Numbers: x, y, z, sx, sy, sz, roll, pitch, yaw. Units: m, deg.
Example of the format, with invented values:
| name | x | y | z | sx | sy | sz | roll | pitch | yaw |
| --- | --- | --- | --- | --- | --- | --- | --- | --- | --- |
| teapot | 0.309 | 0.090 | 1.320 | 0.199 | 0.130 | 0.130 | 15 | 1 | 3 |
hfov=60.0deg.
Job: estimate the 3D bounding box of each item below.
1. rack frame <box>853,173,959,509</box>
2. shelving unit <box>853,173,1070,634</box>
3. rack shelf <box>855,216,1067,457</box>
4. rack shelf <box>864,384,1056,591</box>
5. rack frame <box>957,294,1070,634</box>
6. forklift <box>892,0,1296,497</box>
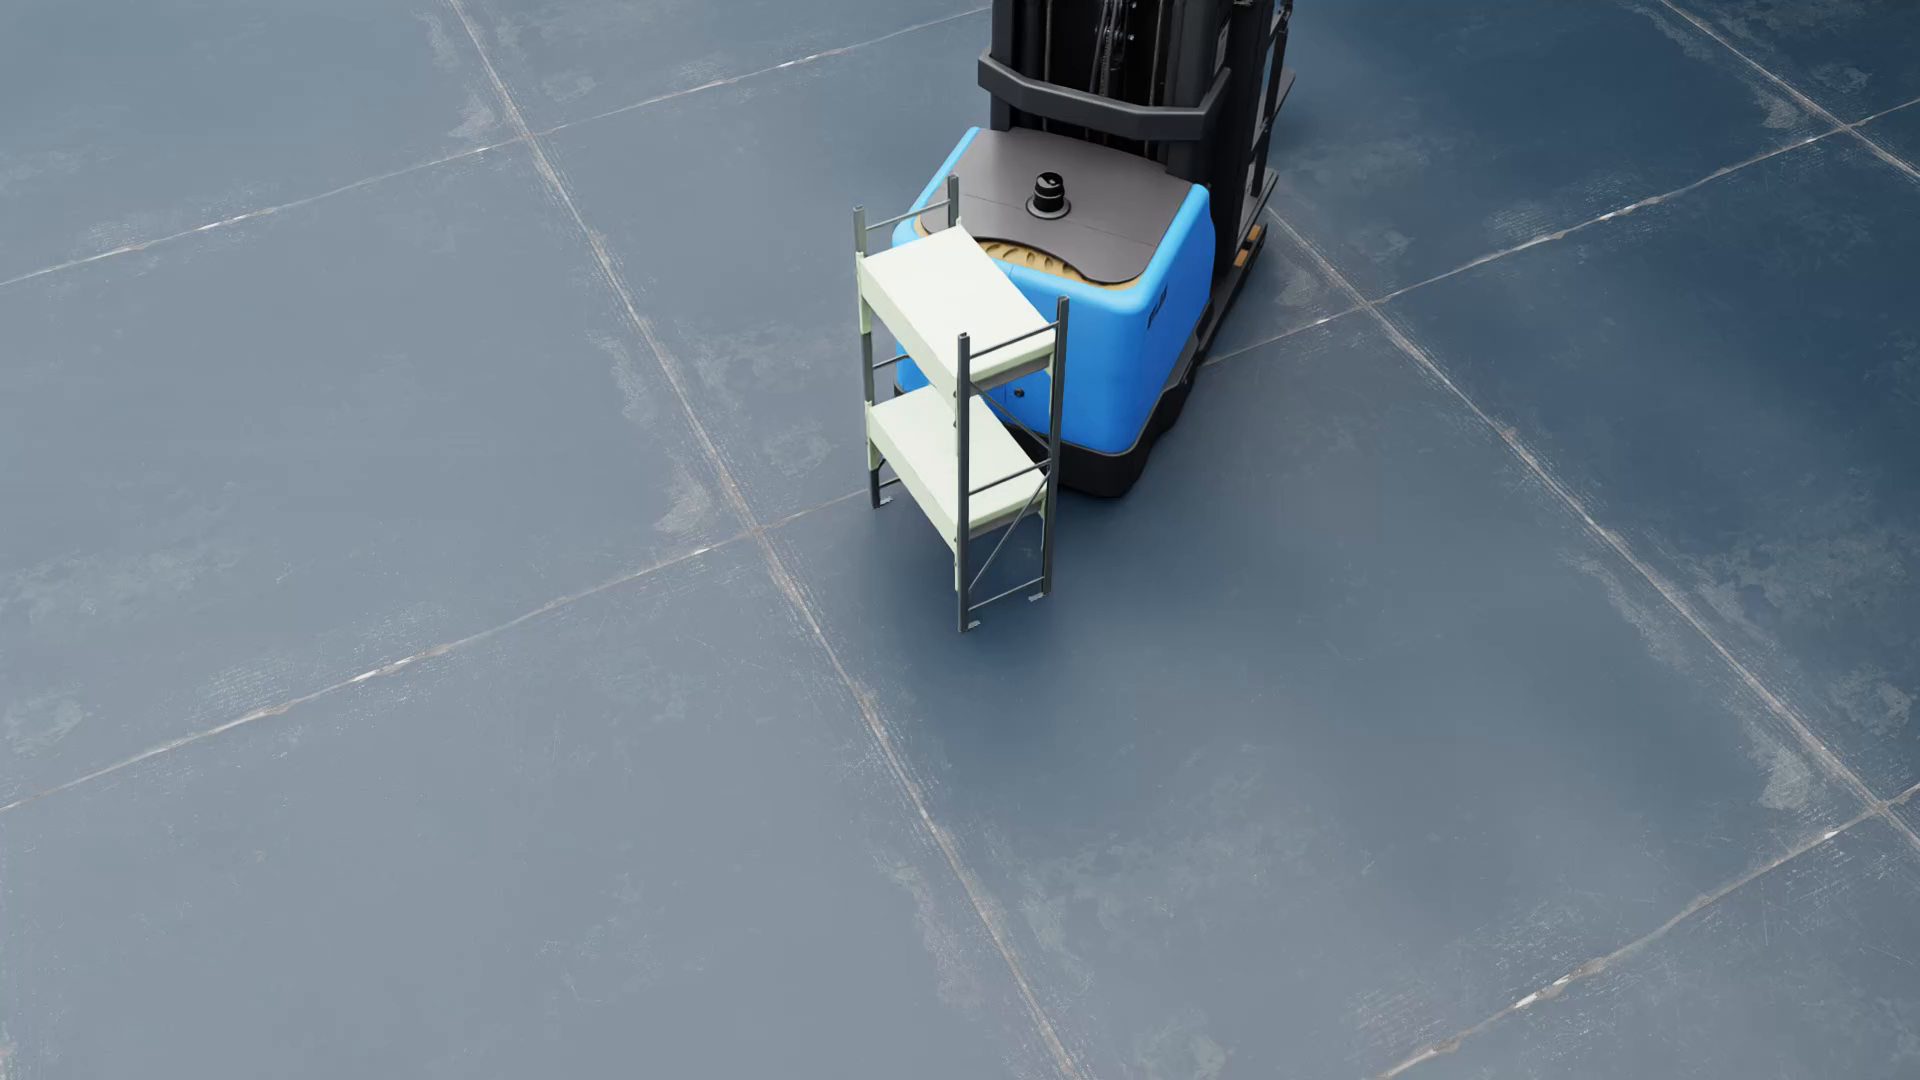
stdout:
| name | x | y | z | sx | sy | sz | roll | pitch | yaw |
| --- | --- | --- | --- | --- | --- | --- | --- | --- | --- |
| rack frame | -0.184 | -0.698 | 6.257 | 0.400 | 1.500 | 0.023 | -23 | 53 | -19 |
| shelving unit | -0.006 | -0.457 | 6.046 | 0.431 | 1.500 | 0.755 | -23 | 53 | -19 |
| rack shelf | -0.006 | -0.714 | 5.752 | 0.431 | 0.370 | 0.720 | -23 | 53 | -19 |
| rack shelf | -0.006 | -0.242 | 6.291 | 0.431 | 0.370 | 0.720 | -23 | 53 | -19 |
| rack frame | 0.172 | -0.216 | 5.835 | 0.400 | 1.500 | 0.023 | -23 | 53 | -19 |
| forklift | 0.783 | -2.266 | 6.677 | 1.130 | 2.935 | 3.031 | 18 | 51 | 15 |
